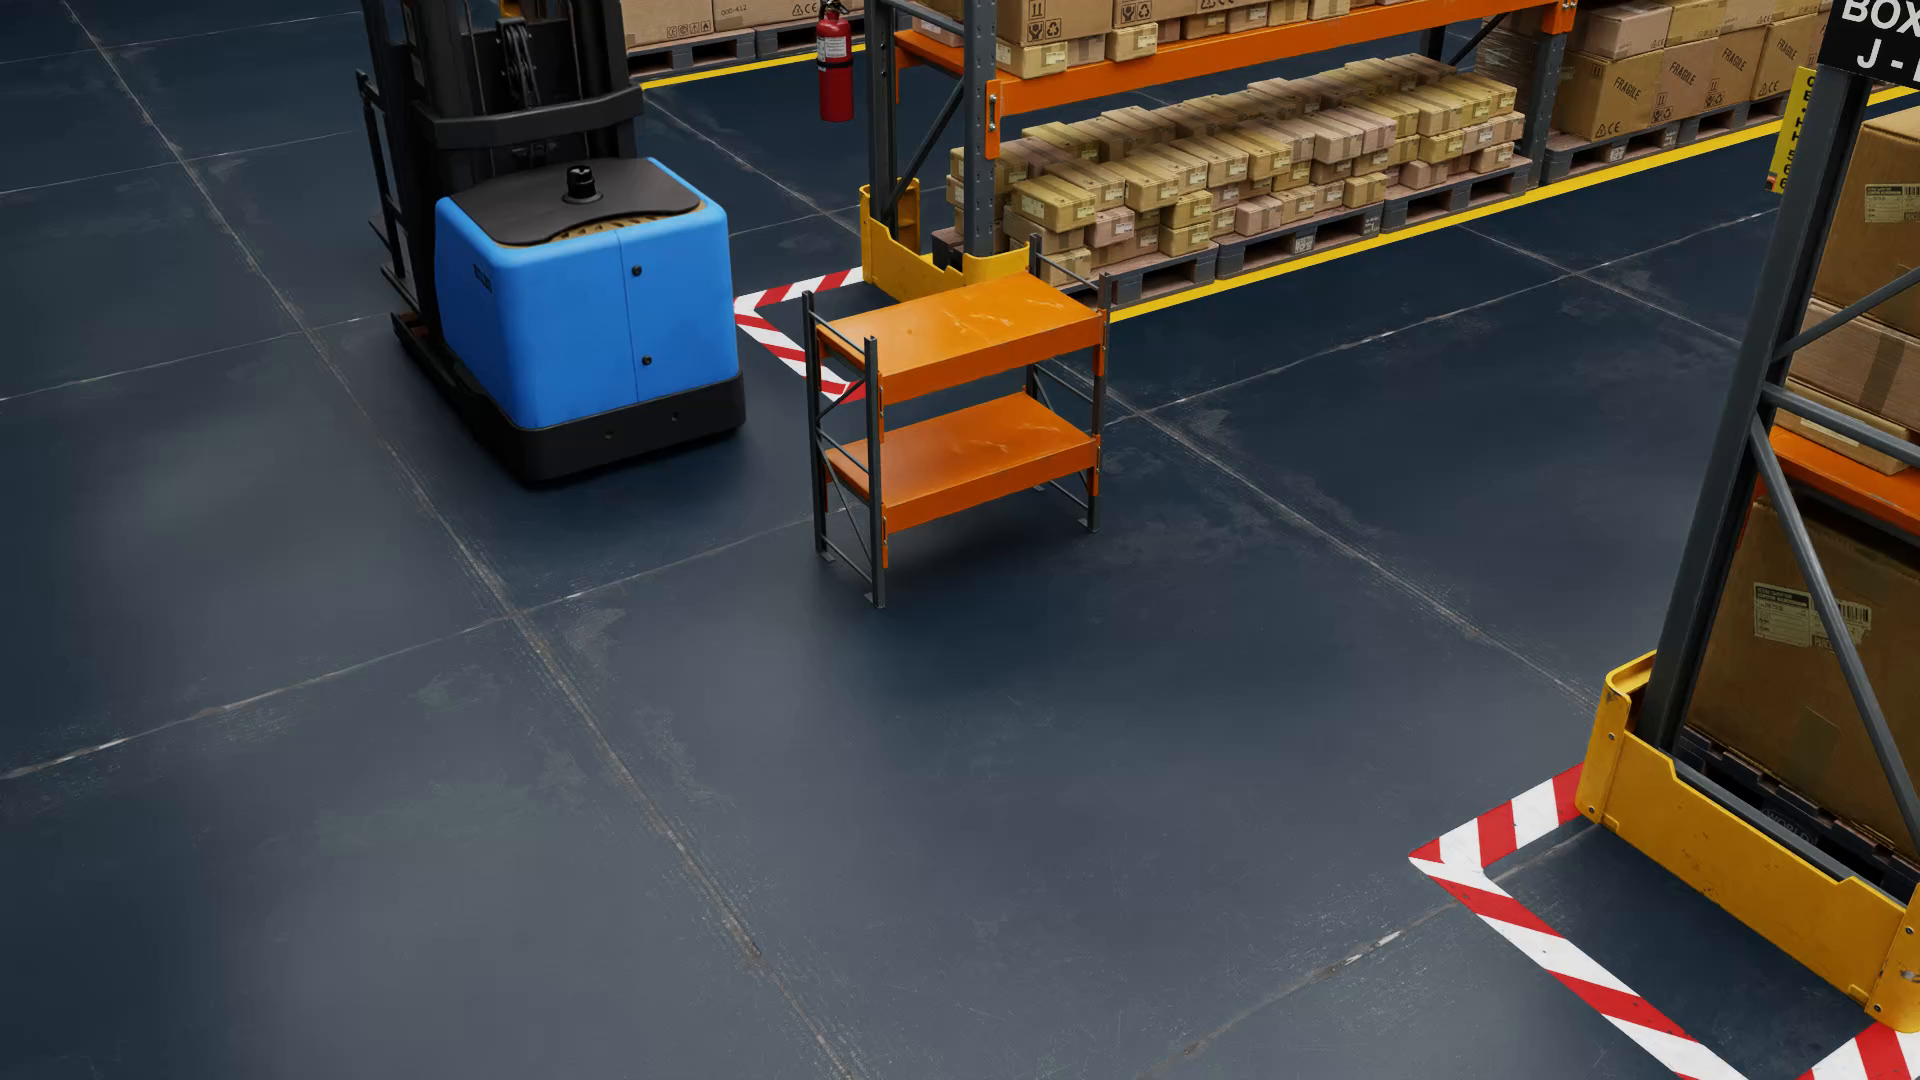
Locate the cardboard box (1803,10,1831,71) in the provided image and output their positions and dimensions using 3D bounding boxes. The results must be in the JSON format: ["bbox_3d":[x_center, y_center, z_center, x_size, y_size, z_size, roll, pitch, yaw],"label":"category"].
[{"bbox_3d":[5.719,-3.442,11.344,0.500,0.500,0.500,-17,36,-25],"label":"cardboard box"}]

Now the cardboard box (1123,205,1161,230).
[{"bbox_3d":[0.843,-1.763,8.733,0.250,0.149,0.380,-18,37,-27],"label":"cardboard box"}]

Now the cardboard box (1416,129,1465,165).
[{"bbox_3d":[2.678,-2.316,9.609,0.250,0.149,0.380,-20,38,-29],"label":"cardboard box"}]

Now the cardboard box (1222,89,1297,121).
[{"bbox_3d":[1.706,-2.451,9.545,0.250,0.149,0.380,-21,38,-29],"label":"cardboard box"}]

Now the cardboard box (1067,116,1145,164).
[{"bbox_3d":[0.796,-2.180,9.115,0.250,0.149,0.380,-21,38,-29],"label":"cardboard box"}]

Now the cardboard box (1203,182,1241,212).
[{"bbox_3d":[1.289,-1.908,8.963,0.250,0.149,0.380,-21,38,-29],"label":"cardboard box"}]

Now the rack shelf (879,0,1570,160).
[{"bbox_3d":[1.526,-2.739,8.954,4.000,0.370,1.077,-19,37,-27],"label":"rack shelf"}]

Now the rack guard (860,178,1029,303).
[{"bbox_3d":[-0.091,-1.429,8.547,0.348,0.500,1.175,-19,37,-27],"label":"rack guard"}]

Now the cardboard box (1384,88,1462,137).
[{"bbox_3d":[2.650,-2.458,9.556,0.250,0.149,0.380,-19,37,-28],"label":"cardboard box"}]

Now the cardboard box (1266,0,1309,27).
[{"bbox_3d":[1.578,-2.779,8.579,0.250,0.149,0.380,-18,36,-26],"label":"cardboard box"}]

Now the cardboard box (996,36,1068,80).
[{"bbox_3d":[0.295,-2.305,7.828,0.250,0.149,0.380,-19,37,-28],"label":"cardboard box"}]

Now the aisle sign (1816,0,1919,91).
[{"bbox_3d":[2.224,-1.425,3.760,0.004,0.787,0.394,-19,37,-27],"label":"aisle sign"}]

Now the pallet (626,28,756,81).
[{"bbox_3d":[-2.292,-3.742,12.484,1.213,0.211,1.003,-19,37,-27],"label":"pallet"}]

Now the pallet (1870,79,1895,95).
[{"bbox_3d":[5.911,-3.373,11.899,1.213,0.211,1.003,-19,37,-27],"label":"pallet"}]

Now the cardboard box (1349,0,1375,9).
[{"bbox_3d":[1.994,-2.948,8.848,0.250,0.149,0.380,-20,37,-28],"label":"cardboard box"}]

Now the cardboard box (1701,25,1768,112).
[{"bbox_3d":[4.848,-3.147,10.877,0.500,0.500,0.500,-18,37,-26],"label":"cardboard box"}]

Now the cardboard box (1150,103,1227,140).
[{"bbox_3d":[1.273,-2.309,9.320,0.250,0.149,0.380,-20,38,-29],"label":"cardboard box"}]

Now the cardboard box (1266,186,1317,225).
[{"bbox_3d":[1.752,-1.898,9.225,0.250,0.149,0.380,-19,37,-27],"label":"cardboard box"}]

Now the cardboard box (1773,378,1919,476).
[{"bbox_3d":[2.568,-0.356,4.738,0.250,0.149,0.380,-18,37,-26],"label":"cardboard box"}]

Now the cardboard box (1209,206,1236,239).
[{"bbox_3d":[1.276,-1.773,9.027,0.250,0.149,0.380,-19,37,-27],"label":"cardboard box"}]

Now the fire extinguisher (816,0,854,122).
[{"bbox_3d":[-0.617,-2.408,8.178,0.183,0.674,0.296,-19,37,-27],"label":"fire extinguisher"}]

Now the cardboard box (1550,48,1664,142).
[{"bbox_3d":[3.972,-2.836,10.384,0.500,0.500,0.500,-17,36,-25],"label":"cardboard box"}]

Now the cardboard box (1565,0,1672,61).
[{"bbox_3d":[3.971,-3.154,10.184,0.500,0.250,0.500,-21,38,-29],"label":"cardboard box"}]

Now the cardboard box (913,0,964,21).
[{"bbox_3d":[0.083,-2.878,8.129,0.500,0.500,0.500,-18,37,-26],"label":"cardboard box"}]

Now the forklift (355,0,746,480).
[{"bbox_3d":[-2.169,-2.242,7.556,1.130,2.935,3.031,-18,37,-27],"label":"forklift"}]

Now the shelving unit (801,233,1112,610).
[{"bbox_3d":[-0.006,-0.474,6.447,1.048,1.125,0.538,-19,37,-27],"label":"shelving unit"}]

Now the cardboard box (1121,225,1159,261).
[{"bbox_3d":[0.839,-1.632,8.804,0.250,0.149,0.380,-19,37,-27],"label":"cardboard box"}]

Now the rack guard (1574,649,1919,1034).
[{"bbox_3d":[2.427,0.853,4.929,0.348,0.500,1.175,-19,37,-27],"label":"rack guard"}]

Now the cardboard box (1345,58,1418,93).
[{"bbox_3d":[2.541,-2.785,10.074,0.250,0.149,0.380,-17,36,-25],"label":"cardboard box"}]

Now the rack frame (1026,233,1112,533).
[{"bbox_3d":[0.422,-0.621,6.680,0.032,1.125,0.500,-19,37,-27],"label":"rack frame"}]

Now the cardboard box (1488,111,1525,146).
[{"bbox_3d":[3.114,-2.485,9.878,0.250,0.149,0.380,-18,37,-26],"label":"cardboard box"}]

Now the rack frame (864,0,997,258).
[{"bbox_3d":[-0.155,-2.465,7.846,0.127,3.000,1.000,-19,37,-27],"label":"rack frame"}]

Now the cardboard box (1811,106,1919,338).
[{"bbox_3d":[2.714,-0.850,4.444,0.500,0.500,0.500,-18,37,-27],"label":"cardboard box"}]

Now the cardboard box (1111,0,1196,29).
[{"bbox_3d":[0.808,-2.805,8.012,0.500,0.500,0.500,-19,37,-27],"label":"cardboard box"}]

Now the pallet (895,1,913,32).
[{"bbox_3d":[-0.242,-4.447,13.602,1.213,0.211,1.003,-19,37,-27],"label":"pallet"}]

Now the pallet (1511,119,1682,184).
[{"bbox_3d":[3.860,-2.667,10.781,1.213,0.211,1.003,-19,37,-27],"label":"pallet"}]

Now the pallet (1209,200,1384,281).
[{"bbox_3d":[1.635,-1.877,9.527,1.213,0.211,1.003,-19,37,-27],"label":"pallet"}]

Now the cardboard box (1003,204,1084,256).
[{"bbox_3d":[0.424,-1.599,8.473,0.250,0.149,0.380,-17,36,-25],"label":"cardboard box"}]

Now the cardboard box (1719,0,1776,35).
[{"bbox_3d":[4.848,-3.454,10.661,0.500,0.250,0.500,-18,36,-26],"label":"cardboard box"}]

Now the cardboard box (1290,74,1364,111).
[{"bbox_3d":[2.149,-2.604,9.787,0.250,0.149,0.380,-20,37,-28],"label":"cardboard box"}]

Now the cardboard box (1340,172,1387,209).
[{"bbox_3d":[2.192,-2.027,9.431,0.250,0.149,0.380,-19,37,-27],"label":"cardboard box"}]

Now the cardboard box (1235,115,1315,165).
[{"bbox_3d":[1.724,-2.192,9.135,0.250,0.149,0.380,-19,37,-27],"label":"cardboard box"}]

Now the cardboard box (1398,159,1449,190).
[{"bbox_3d":[2.611,-2.184,9.679,0.250,0.149,0.380,-20,38,-29],"label":"cardboard box"}]

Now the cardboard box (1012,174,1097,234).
[{"bbox_3d":[0.469,-1.687,8.334,0.250,0.149,0.380,-21,38,-29],"label":"cardboard box"}]

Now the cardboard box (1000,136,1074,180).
[{"bbox_3d":[0.395,-2.002,8.833,0.250,0.149,0.380,-18,37,-26],"label":"cardboard box"}]

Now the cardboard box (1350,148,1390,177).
[{"bbox_3d":[2.210,-2.205,9.434,0.250,0.149,0.380,-18,36,-26],"label":"cardboard box"}]

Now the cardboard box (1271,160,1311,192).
[{"bbox_3d":[1.727,-2.078,9.233,0.250,0.149,0.380,-17,36,-25],"label":"cardboard box"}]

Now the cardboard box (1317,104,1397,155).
[{"bbox_3d":[2.212,-2.298,9.303,0.250,0.149,0.380,-21,38,-30],"label":"cardboard box"}]

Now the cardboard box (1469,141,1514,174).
[{"bbox_3d":[3.062,-2.327,9.905,0.250,0.149,0.380,-18,37,-27],"label":"cardboard box"}]

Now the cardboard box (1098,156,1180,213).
[{"bbox_3d":[0.917,-1.836,8.570,0.250,0.149,0.380,-19,37,-27],"label":"cardboard box"}]

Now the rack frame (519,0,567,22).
[{"bbox_3d":[-2.922,-4.655,11.318,0.127,3.000,1.000,-19,37,-27],"label":"rack frame"}]

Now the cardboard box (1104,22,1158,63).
[{"bbox_3d":[0.741,-2.451,8.059,0.250,0.149,0.380,-20,37,-29],"label":"cardboard box"}]

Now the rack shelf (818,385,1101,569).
[{"bbox_3d":[-0.006,-0.267,6.577,1.000,0.278,0.538,-19,37,-27],"label":"rack shelf"}]

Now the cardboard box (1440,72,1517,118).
[{"bbox_3d":[3.049,-2.625,9.820,0.250,0.149,0.380,-18,36,-26],"label":"cardboard box"}]

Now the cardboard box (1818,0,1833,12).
[{"bbox_3d":[5.718,-3.749,11.128,0.500,0.250,0.500,-18,37,-27],"label":"cardboard box"}]

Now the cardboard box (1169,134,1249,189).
[{"bbox_3d":[1.319,-2.021,8.863,0.250,0.149,0.380,-17,36,-25],"label":"cardboard box"}]

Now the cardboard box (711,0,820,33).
[{"bbox_3d":[-1.657,-4.253,12.689,0.875,0.438,0.875,-18,36,-26],"label":"cardboard box"}]

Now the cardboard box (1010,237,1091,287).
[{"bbox_3d":[0.459,-1.444,8.507,0.250,0.149,0.380,-18,37,-26],"label":"cardboard box"}]

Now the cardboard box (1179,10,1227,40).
[{"bbox_3d":[1.126,-2.655,8.383,0.250,0.149,0.380,-19,37,-28],"label":"cardboard box"}]

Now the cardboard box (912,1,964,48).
[{"bbox_3d":[-0.034,-2.579,8.263,0.250,0.149,0.380,-19,37,-27],"label":"cardboard box"}]
